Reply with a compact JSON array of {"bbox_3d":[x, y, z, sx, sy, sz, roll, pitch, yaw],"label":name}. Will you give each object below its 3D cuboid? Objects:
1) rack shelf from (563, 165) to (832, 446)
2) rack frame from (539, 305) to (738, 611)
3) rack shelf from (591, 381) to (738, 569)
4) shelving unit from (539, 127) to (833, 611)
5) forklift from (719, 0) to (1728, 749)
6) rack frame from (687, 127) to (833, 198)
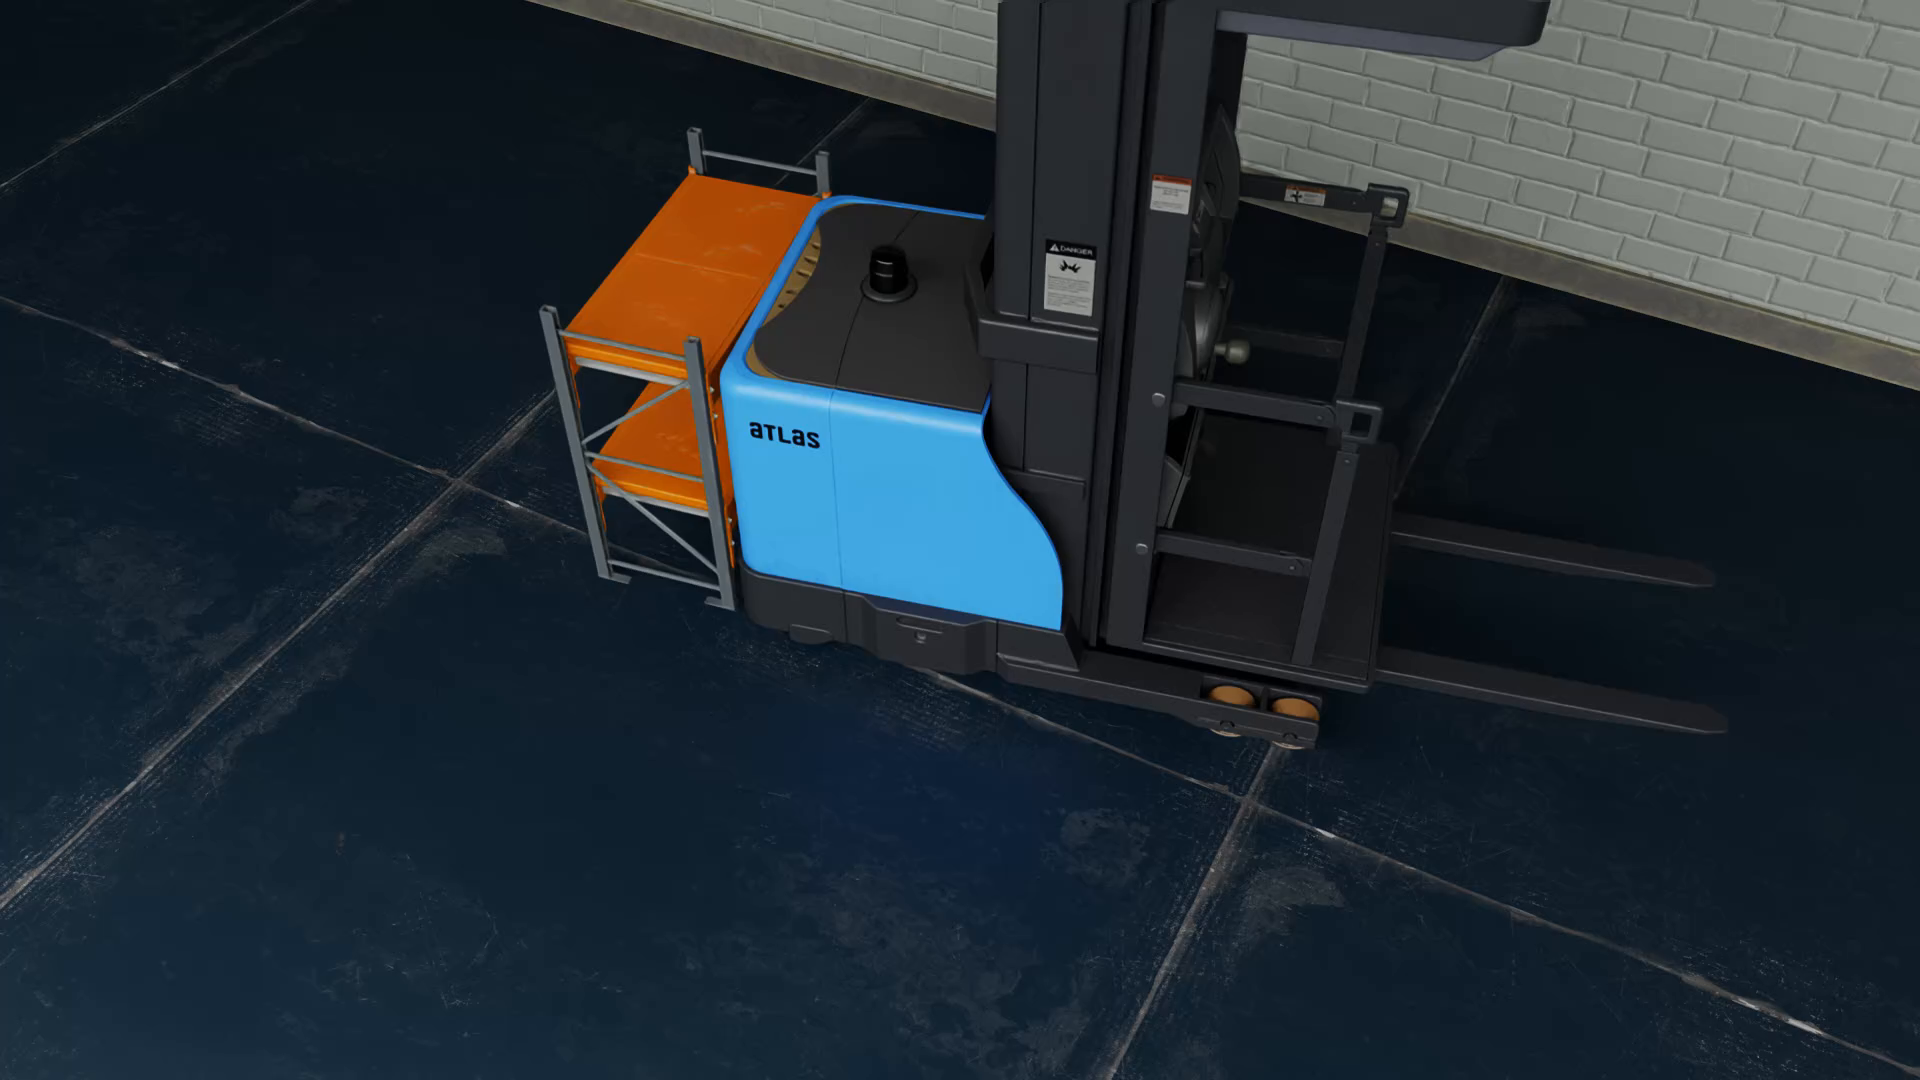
[{"bbox_3d":[-0.822,-0.775,5.313,0.538,0.278,1.000,13,47,13],"label":"rack shelf"},{"bbox_3d":[-0.981,-0.226,5.182,0.500,1.125,0.032,13,47,13],"label":"rack frame"},{"bbox_3d":[-0.822,-0.397,5.695,0.538,0.278,1.000,13,47,13],"label":"rack shelf"},{"bbox_3d":[-0.822,-0.569,5.522,0.538,1.125,1.048,13,47,13],"label":"shelving unit"},{"bbox_3d":[0.871,-0.808,4.488,3.031,2.935,1.130,10,46,10],"label":"forklift"},{"bbox_3d":[-0.663,-0.913,5.861,0.500,1.125,0.032,13,47,13],"label":"rack frame"}]
